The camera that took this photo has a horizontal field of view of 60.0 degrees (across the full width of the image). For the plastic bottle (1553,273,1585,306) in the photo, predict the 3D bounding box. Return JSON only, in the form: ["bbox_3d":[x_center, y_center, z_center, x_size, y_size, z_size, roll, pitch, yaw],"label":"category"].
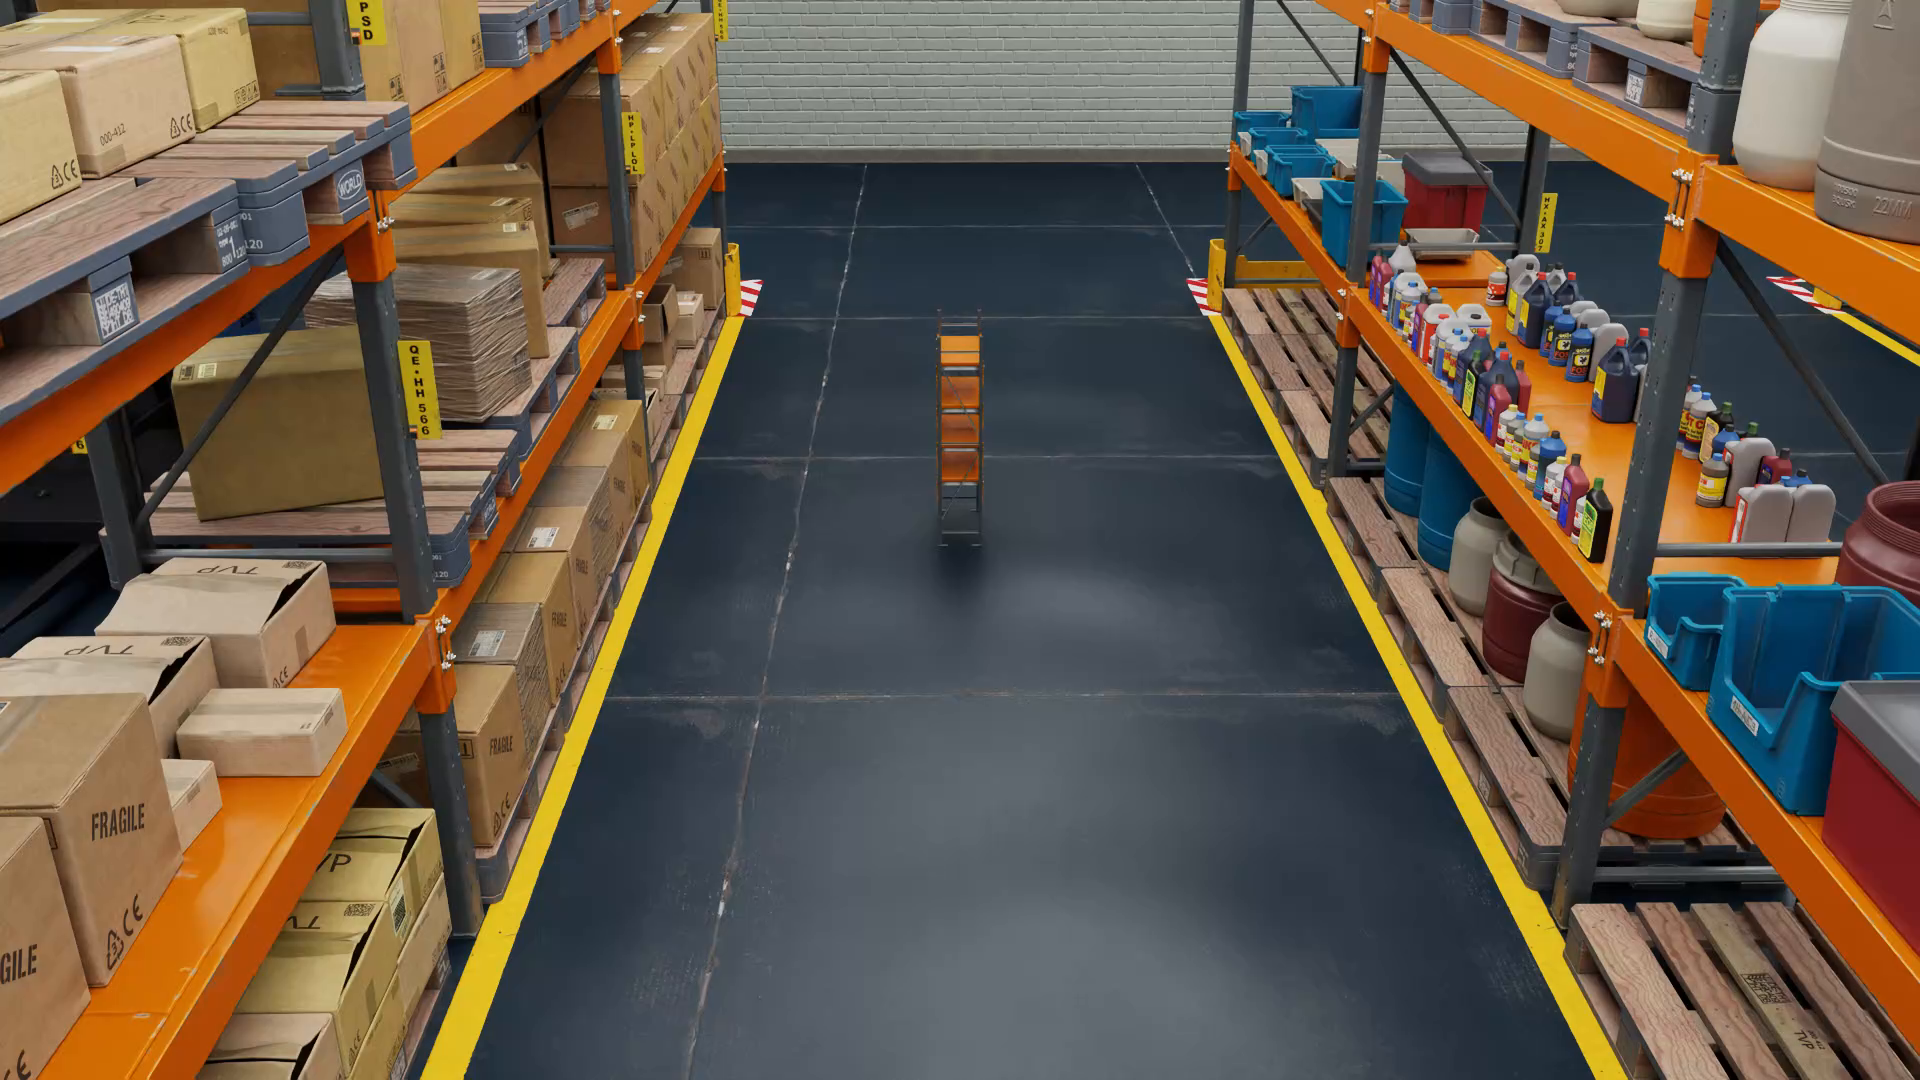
[{"bbox_3d":[2.990,-1.133,8.175,0.144,0.351,0.185,0,24,-1],"label":"plastic bottle"}]

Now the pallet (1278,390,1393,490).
[{"bbox_3d":[2.604,-0.641,10.411,1.003,0.211,1.213,0,24,-1],"label":"pallet"}]

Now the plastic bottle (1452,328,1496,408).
[{"bbox_3d":[2.288,-0.771,7.374,0.144,0.351,0.185,0,24,-1],"label":"plastic bottle"}]

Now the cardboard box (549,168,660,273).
[{"bbox_3d":[-2.035,-1.845,9.568,0.500,0.500,0.500,0,24,1],"label":"cardboard box"}]

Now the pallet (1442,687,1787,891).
[{"bbox_3d":[2.645,0.985,6.815,1.003,0.211,1.213,0,24,-1],"label":"pallet"}]

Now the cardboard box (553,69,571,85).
[{"bbox_3d":[-2.575,-2.508,9.820,0.500,0.500,0.500,-1,24,-2],"label":"cardboard box"}]

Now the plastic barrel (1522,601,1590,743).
[{"bbox_3d":[2.577,0.548,6.908,0.421,0.512,0.421,0,24,0],"label":"plastic barrel"}]

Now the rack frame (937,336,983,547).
[{"bbox_3d":[0.001,-0.514,8.931,0.240,1.200,0.015,0,24,-1],"label":"rack frame"}]

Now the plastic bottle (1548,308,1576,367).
[{"bbox_3d":[2.865,-0.967,7.905,0.097,0.271,0.097,0,24,0],"label":"plastic bottle"}]

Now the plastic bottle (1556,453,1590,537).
[{"bbox_3d":[2.261,-0.167,6.121,0.061,0.283,0.133,0,24,-1],"label":"plastic bottle"}]

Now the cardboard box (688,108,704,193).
[{"bbox_3d":[-2.059,-2.679,11.413,0.500,0.500,0.500,0,24,0],"label":"cardboard box"}]

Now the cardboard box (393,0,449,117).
[{"bbox_3d":[-2.302,-1.742,5.700,0.910,0.500,0.500,0,24,-1],"label":"cardboard box"}]

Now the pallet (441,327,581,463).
[{"bbox_3d":[-2.284,-0.654,7.288,1.003,0.211,1.213,0,24,-1],"label":"pallet"}]

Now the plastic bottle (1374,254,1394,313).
[{"bbox_3d":[2.230,-1.348,8.731,0.061,0.283,0.133,0,24,-1],"label":"plastic bottle"}]

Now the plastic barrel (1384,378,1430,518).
[{"bbox_3d":[2.640,-0.620,9.017,0.600,0.901,0.708,0,24,-1],"label":"plastic barrel"}]

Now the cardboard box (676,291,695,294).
[{"bbox_3d":[-2.179,-1.756,12.396,0.380,0.166,0.250,0,24,-1],"label":"cardboard box"}]

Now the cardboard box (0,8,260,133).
[{"bbox_3d":[-2.197,-1.243,4.390,0.500,0.250,0.500,-2,24,-4],"label":"cardboard box"}]

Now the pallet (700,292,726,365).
[{"bbox_3d":[-2.335,-1.606,12.545,1.003,0.211,1.213,0,24,-1],"label":"pallet"}]

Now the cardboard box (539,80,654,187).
[{"bbox_3d":[-2.026,-2.285,9.327,0.500,0.500,0.500,0,24,1],"label":"cardboard box"}]

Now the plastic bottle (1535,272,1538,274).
[{"bbox_3d":[3.007,-1.310,8.747,0.097,0.201,0.097,0,24,0],"label":"plastic bottle"}]

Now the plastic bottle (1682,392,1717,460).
[{"bbox_3d":[3.030,-0.470,6.806,0.097,0.271,0.097,0,24,0],"label":"plastic bottle"}]

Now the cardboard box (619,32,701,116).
[{"bbox_3d":[-2.049,-3.134,11.204,0.500,0.500,0.500,0,24,1],"label":"cardboard box"}]

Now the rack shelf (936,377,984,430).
[{"bbox_3d":[-0.002,-0.757,9.089,0.258,0.148,0.480,0,24,-1],"label":"rack shelf"}]

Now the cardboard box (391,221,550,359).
[{"bbox_3d":[-2.221,-1.097,7.405,0.700,0.500,0.500,-6,25,-14],"label":"cardboard box"}]

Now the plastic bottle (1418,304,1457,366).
[{"bbox_3d":[2.285,-0.978,7.924,0.152,0.276,0.135,0,24,-1],"label":"plastic bottle"}]

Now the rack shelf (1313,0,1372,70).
[{"bbox_3d":[2.629,-3.472,10.520,1.077,0.370,4.000,0,24,-1],"label":"rack shelf"}]

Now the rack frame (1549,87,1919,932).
[{"bbox_3d":[2.695,0.039,5.523,1.000,3.000,0.127,0,24,-1],"label":"rack frame"}]

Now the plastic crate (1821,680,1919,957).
[{"bbox_3d":[2.406,0.677,4.034,0.402,0.464,0.583,0,24,-1],"label":"plastic crate"}]

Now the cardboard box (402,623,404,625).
[{"bbox_3d":[-2.503,0.614,6.751,0.500,0.500,0.500,1,24,2],"label":"cardboard box"}]

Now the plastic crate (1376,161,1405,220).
[{"bbox_3d":[2.819,-2.212,10.572,0.437,0.282,0.530,0,24,-1],"label":"plastic crate"}]

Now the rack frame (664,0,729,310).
[{"bbox_3d":[-2.346,-3.236,12.766,1.000,3.000,0.127,0,24,-1],"label":"rack frame"}]

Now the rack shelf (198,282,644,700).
[{"bbox_3d":[-2.280,-0.436,7.447,1.077,0.370,4.000,0,24,-1],"label":"rack shelf"}]

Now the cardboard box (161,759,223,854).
[{"bbox_3d":[-2.188,0.700,4.367,0.380,0.149,0.250,2,24,3],"label":"cardboard box"}]

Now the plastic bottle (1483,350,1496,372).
[{"bbox_3d":[2.309,-0.675,7.243,0.061,0.283,0.133,0,24,-1],"label":"plastic bottle"}]

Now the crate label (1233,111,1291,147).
[{"bbox_3d":[2.281,-3.105,12.606,0.416,0.233,0.303,0,24,-1],"label":"crate label"}]

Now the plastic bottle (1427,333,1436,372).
[{"bbox_3d":[2.259,-0.896,7.833,0.097,0.201,0.097,0,24,0],"label":"plastic bottle"}]

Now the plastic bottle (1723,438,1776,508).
[{"bbox_3d":[3.008,-0.274,6.367,0.152,0.276,0.135,0,24,-1],"label":"plastic bottle"}]

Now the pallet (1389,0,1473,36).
[{"bbox_3d":[2.757,-2.567,7.875,1.213,0.211,1.003,0,24,-1],"label":"pallet"}]

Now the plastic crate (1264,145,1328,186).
[{"bbox_3d":[2.295,-2.562,11.406,0.416,0.233,0.300,0,24,-1],"label":"plastic crate"}]

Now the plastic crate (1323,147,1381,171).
[{"bbox_3d":[2.786,-2.710,11.848,0.396,0.136,0.243,0,24,-1],"label":"plastic crate"}]

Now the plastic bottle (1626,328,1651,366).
[{"bbox_3d":[3.000,-0.755,7.340,0.144,0.351,0.185,0,24,-1],"label":"plastic bottle"}]

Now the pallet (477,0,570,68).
[{"bbox_3d":[-2.351,-2.173,7.002,1.213,0.211,1.003,0,24,-1],"label":"pallet"}]

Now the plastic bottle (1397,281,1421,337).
[{"bbox_3d":[2.253,-1.159,8.329,0.097,0.271,0.097,0,24,0],"label":"plastic bottle"}]

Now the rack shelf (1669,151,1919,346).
[{"bbox_3d":[2.717,-0.175,3.231,1.077,0.370,4.000,0,24,-1],"label":"rack shelf"}]

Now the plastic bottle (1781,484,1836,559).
[{"bbox_3d":[3.013,-0.084,5.946,0.152,0.276,0.135,0,24,-1],"label":"plastic bottle"}]

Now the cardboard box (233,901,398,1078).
[{"bbox_3d":[-1.994,1.295,4.893,0.500,0.311,0.500,-1,24,-1],"label":"cardboard box"}]

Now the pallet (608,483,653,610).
[{"bbox_3d":[-2.255,0.017,8.955,1.003,0.211,1.213,0,24,-1],"label":"pallet"}]

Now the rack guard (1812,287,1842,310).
[{"bbox_3d":[7.560,-2.150,13.398,1.175,0.500,0.348,0,24,-1],"label":"rack guard"}]

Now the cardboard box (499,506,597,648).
[{"bbox_3d":[-2.000,0.172,7.728,0.500,0.500,0.500,-1,24,-2],"label":"cardboard box"}]

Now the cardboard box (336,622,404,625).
[{"bbox_3d":[-2.508,0.249,6.648,0.500,0.250,0.500,1,24,1],"label":"cardboard box"}]

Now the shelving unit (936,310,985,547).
[{"bbox_3d":[-0.002,-0.615,9.154,0.258,1.200,0.503,0,24,-1],"label":"shelving unit"}]

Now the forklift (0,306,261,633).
[{"bbox_3d":[-4.805,-1.304,8.577,1.130,2.935,3.031,1,24,1],"label":"forklift"}]

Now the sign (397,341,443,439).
[{"bbox_3d":[-1.703,-0.471,5.247,0.100,0.325,0.005,0,24,-1],"label":"sign"}]

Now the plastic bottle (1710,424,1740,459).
[{"bbox_3d":[2.974,-0.320,6.474,0.097,0.271,0.097,0,24,0],"label":"plastic bottle"}]

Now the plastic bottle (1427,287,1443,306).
[{"bbox_3d":[2.404,-1.183,8.467,0.097,0.201,0.097,0,24,0],"label":"plastic bottle"}]

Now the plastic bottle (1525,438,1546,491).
[{"bbox_3d":[2.275,-0.298,6.510,0.097,0.201,0.097,0,24,0],"label":"plastic bottle"}]

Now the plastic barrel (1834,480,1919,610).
[{"bbox_3d":[3.003,0.167,5.075,0.600,0.536,0.708,0,24,-1],"label":"plastic barrel"}]

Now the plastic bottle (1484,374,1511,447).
[{"bbox_3d":[2.251,-0.543,6.953,0.061,0.283,0.133,0,24,-1],"label":"plastic bottle"}]
